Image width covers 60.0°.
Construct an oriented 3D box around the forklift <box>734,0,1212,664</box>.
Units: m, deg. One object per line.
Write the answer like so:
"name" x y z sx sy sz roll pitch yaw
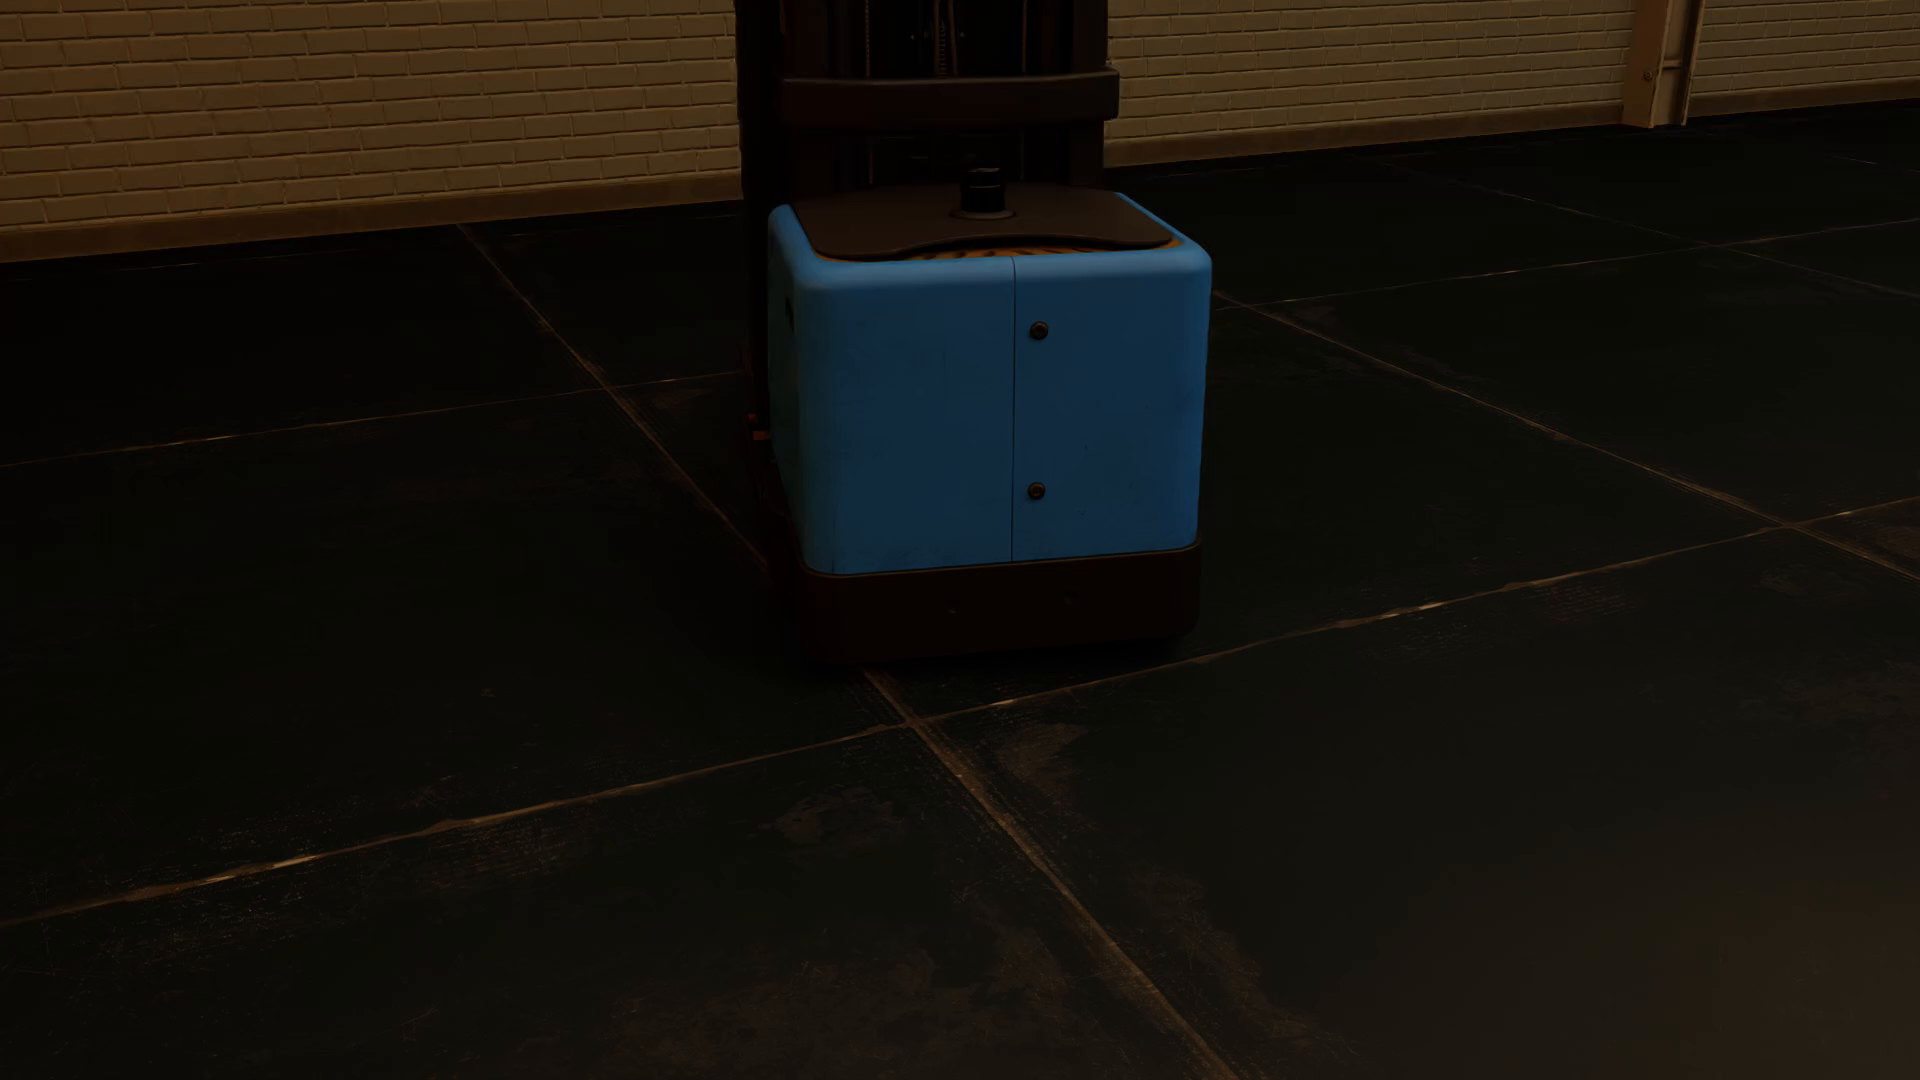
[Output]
"forklift" -0.156 -1.576 5.080 1.130 2.935 3.031 -4 23 -10
